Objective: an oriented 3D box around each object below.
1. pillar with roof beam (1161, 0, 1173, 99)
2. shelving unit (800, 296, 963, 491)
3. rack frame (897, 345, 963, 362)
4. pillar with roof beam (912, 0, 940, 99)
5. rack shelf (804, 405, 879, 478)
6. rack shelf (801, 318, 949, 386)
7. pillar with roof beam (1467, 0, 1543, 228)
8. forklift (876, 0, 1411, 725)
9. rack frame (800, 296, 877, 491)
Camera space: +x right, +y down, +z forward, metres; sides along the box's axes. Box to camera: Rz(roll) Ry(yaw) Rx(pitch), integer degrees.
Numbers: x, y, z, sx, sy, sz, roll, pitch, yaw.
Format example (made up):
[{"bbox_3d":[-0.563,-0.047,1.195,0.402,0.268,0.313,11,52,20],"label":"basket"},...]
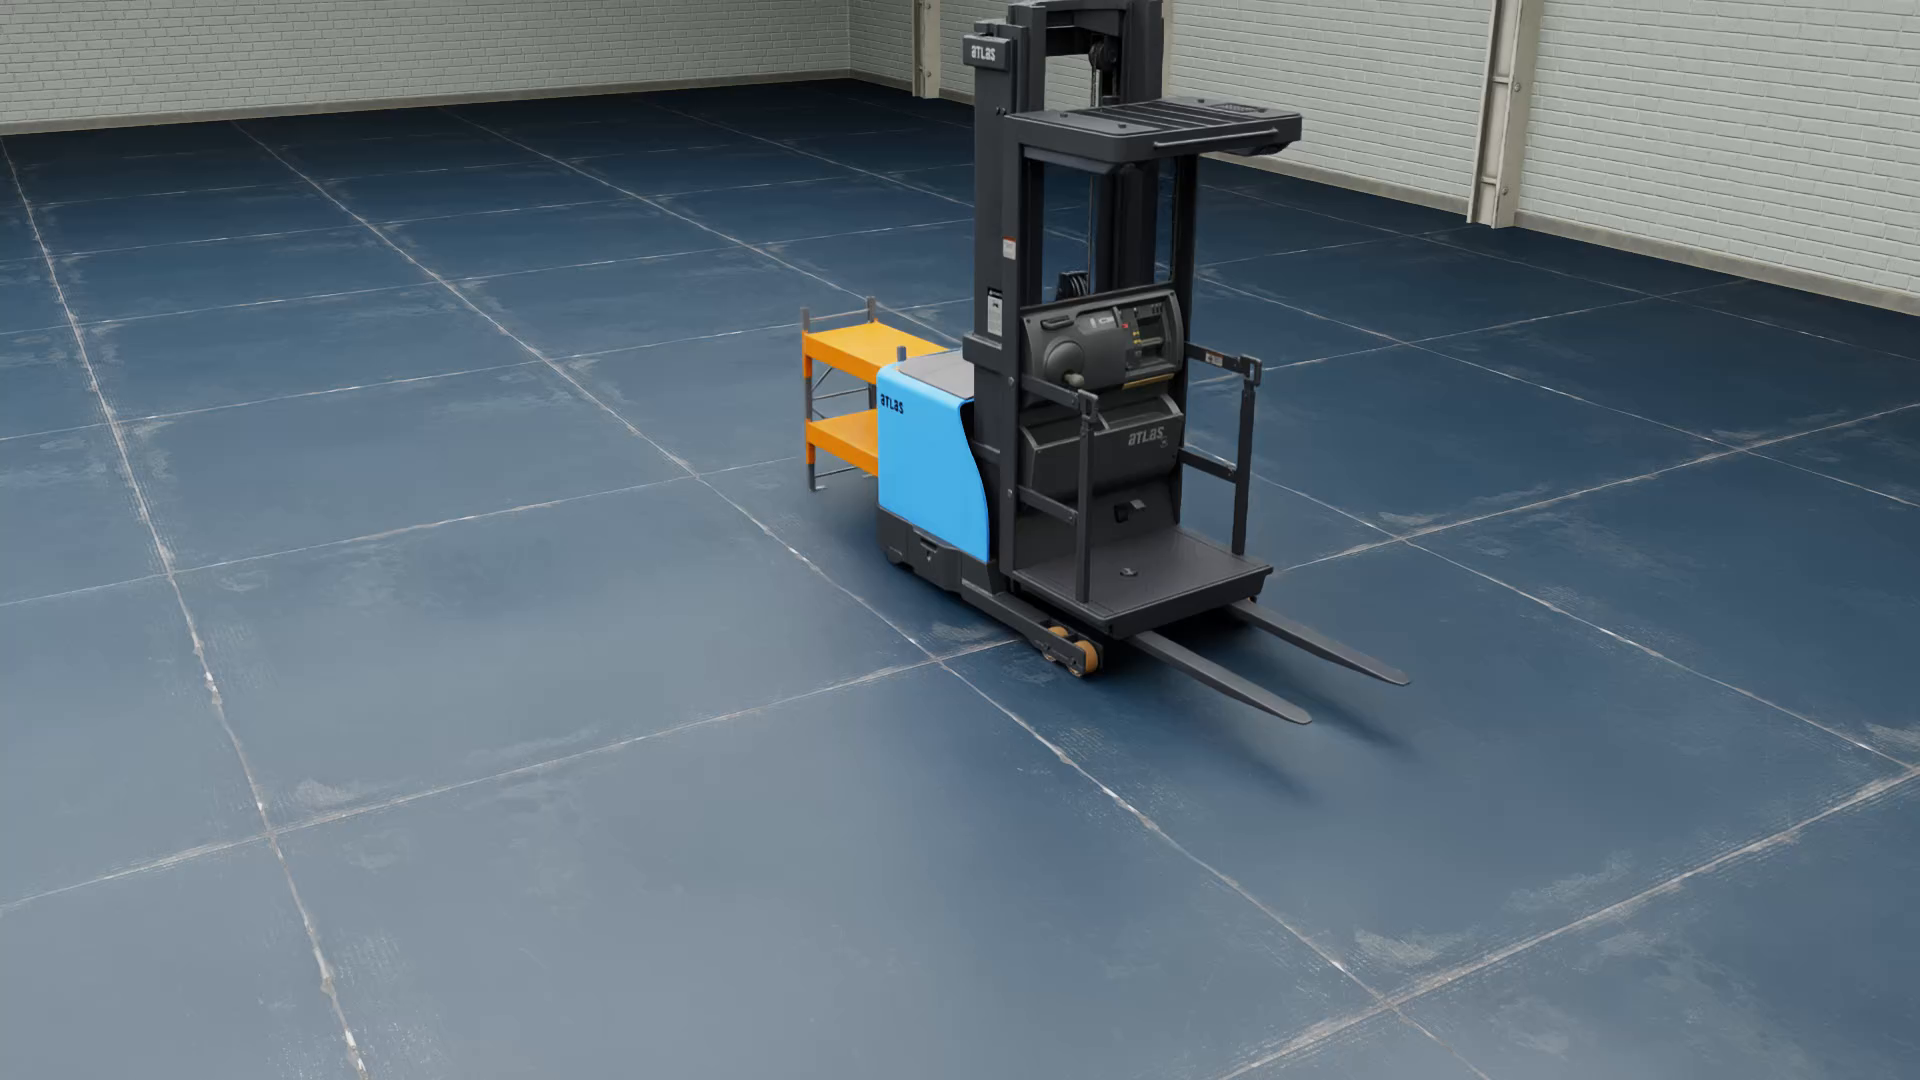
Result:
[{"bbox_3d":[-1.180,-8.612,18.548,9.100,9.000,0.400,-13,25,-28],"label":"pillar with roof beam"},{"bbox_3d":[-0.419,-0.718,9.584,0.538,1.125,1.048,-15,27,-32],"label":"shelving unit"},{"bbox_3d":[-0.125,-0.562,9.200,0.500,1.125,0.032,-15,27,-32],"label":"rack frame"},{"bbox_3d":[-4.245,-10.554,23.326,9.100,9.000,0.400,-13,25,-28],"label":"pillar with roof beam"},{"bbox_3d":[-0.419,-0.491,9.676,0.538,0.278,1.000,-15,27,-32],"label":"rack shelf"},{"bbox_3d":[-0.419,-0.989,9.474,0.538,0.278,1.000,-15,27,-32],"label":"rack shelf"},{"bbox_3d":[1.884,-6.669,13.769,9.100,9.000,0.400,-13,25,-28],"label":"pillar with roof beam"},{"bbox_3d":[0.810,-0.929,7.705,1.130,2.935,3.031,-15,27,-32],"label":"forklift"},{"bbox_3d":[-0.714,-0.874,9.968,0.500,1.125,0.032,-15,27,-32],"label":"rack frame"}]
